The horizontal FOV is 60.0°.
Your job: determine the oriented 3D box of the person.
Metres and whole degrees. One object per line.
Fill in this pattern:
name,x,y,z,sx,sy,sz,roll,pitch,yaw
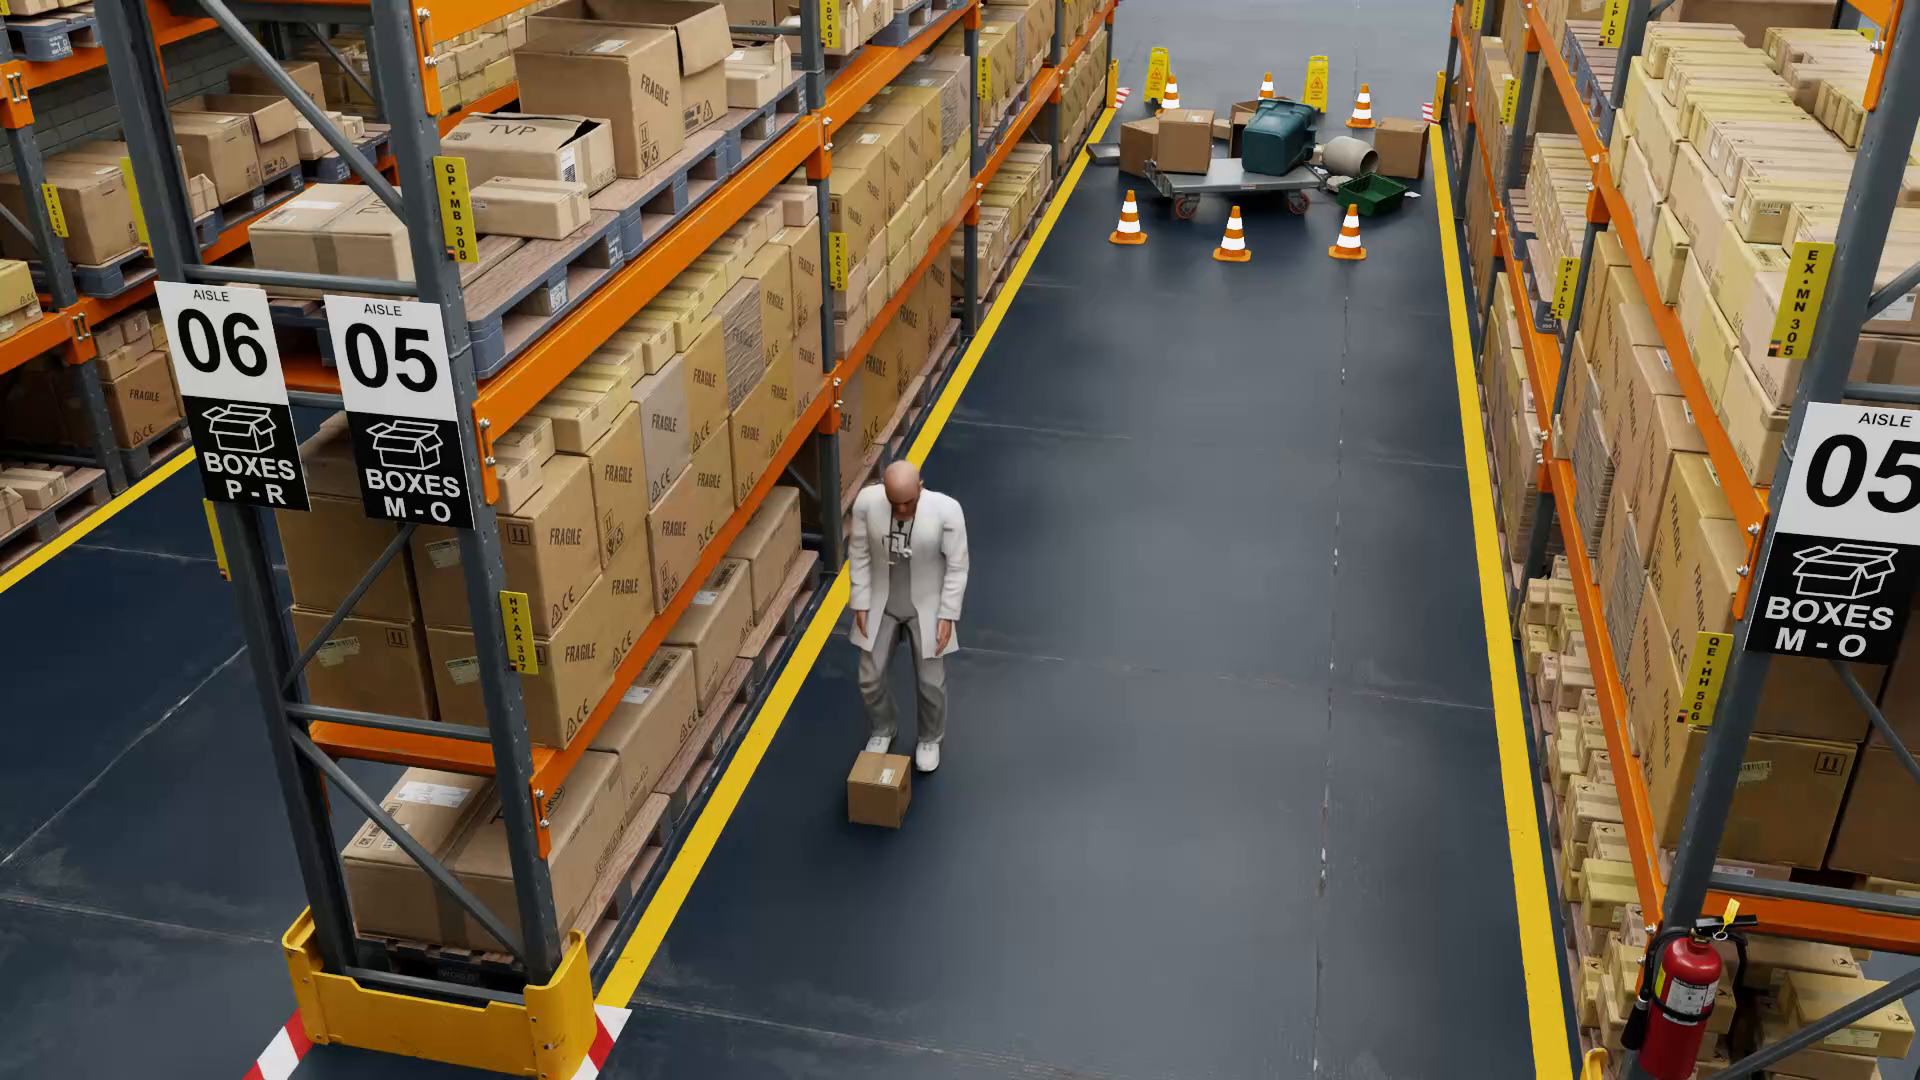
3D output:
person,-0.249,0.338,8.108,0.599,1.703,0.459,6,29,12
